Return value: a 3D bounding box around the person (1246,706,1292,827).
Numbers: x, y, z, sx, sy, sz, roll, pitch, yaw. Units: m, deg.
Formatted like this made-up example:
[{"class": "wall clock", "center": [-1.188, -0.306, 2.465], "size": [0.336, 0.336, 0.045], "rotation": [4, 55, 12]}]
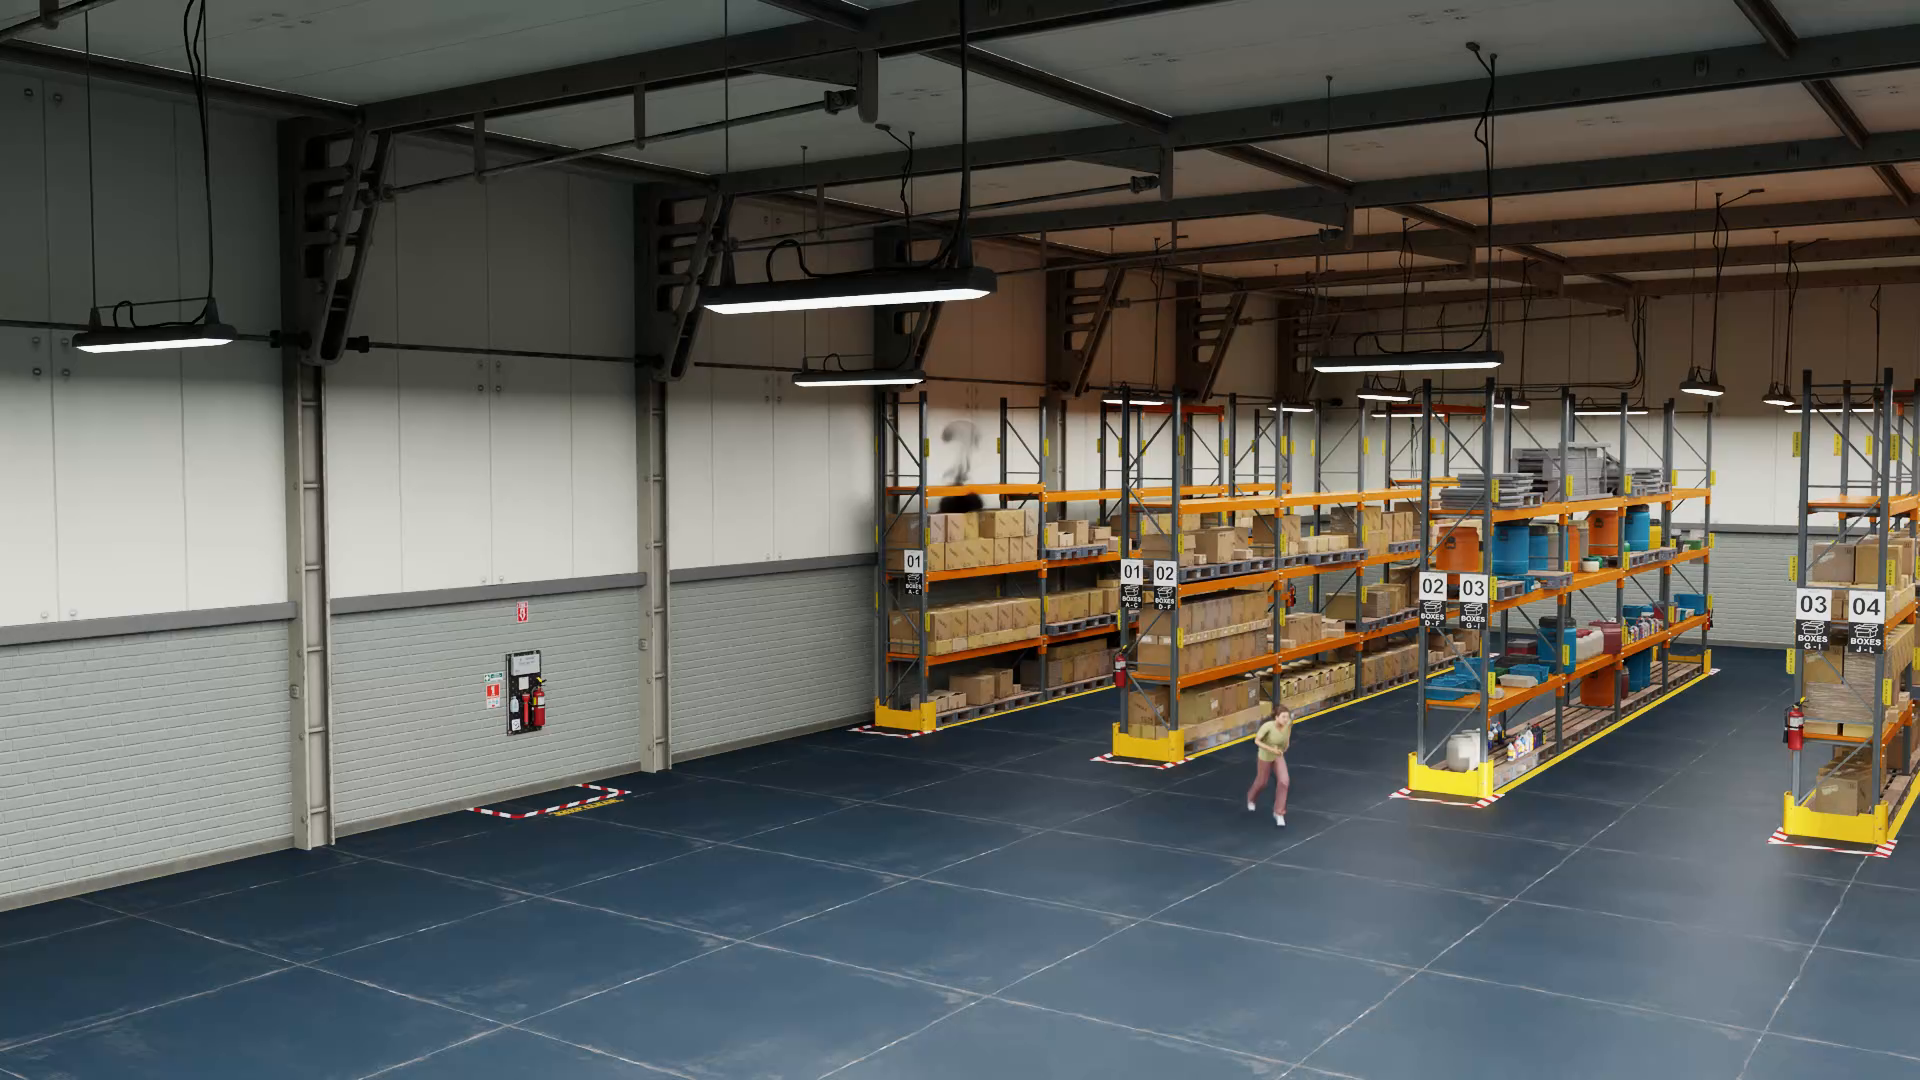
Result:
[{"class": "person", "center": [4.149, 2.988, 22.404], "size": [0.619, 1.626, 0.960], "rotation": [-1, 3, -21]}]
